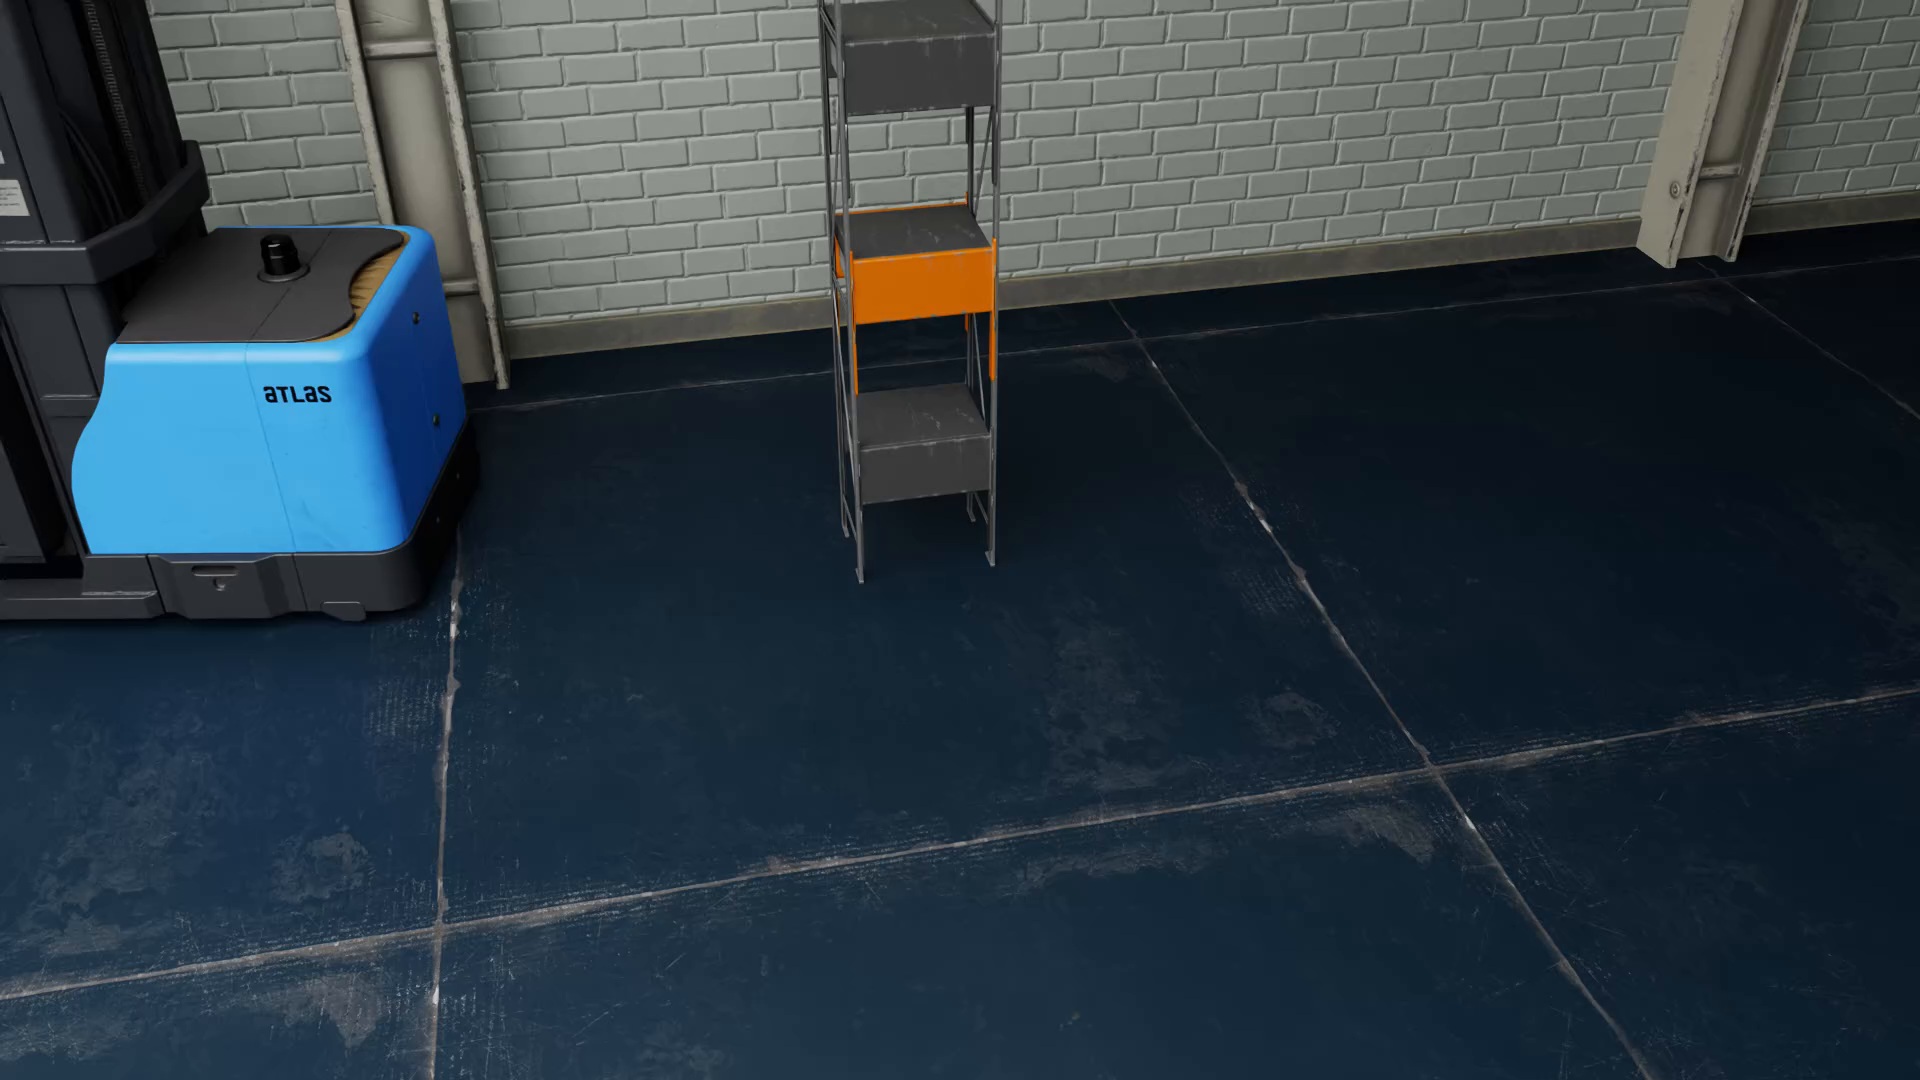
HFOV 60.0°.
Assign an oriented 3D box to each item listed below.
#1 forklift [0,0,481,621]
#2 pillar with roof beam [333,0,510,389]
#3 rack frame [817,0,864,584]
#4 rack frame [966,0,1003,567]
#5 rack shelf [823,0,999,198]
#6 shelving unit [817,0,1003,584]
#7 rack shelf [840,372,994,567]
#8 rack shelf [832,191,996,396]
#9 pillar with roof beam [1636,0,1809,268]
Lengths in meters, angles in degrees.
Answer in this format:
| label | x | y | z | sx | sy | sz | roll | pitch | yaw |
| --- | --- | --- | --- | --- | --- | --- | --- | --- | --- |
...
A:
| label | x | y | z | sx | sy | sz | roll | pitch | yaw |
| --- | --- | --- | --- | --- | --- | --- | --- | --- | --- |
| forklift | -3.397 | -1.194 | 5.398 | 3.031 | 2.935 | 1.130 | 0 | 34 | -1 |
| pillar with roof beam | -1.236 | -2.117 | 1.329 | 0.400 | 9.000 | 9.100 | -7 | 35 | -11 |
| rack frame | -0.399 | -0.822 | 5.590 | 0.015 | 2.100 | 0.400 | -7 | 35 | -11 |
| rack frame | 0.077 | -0.882 | 5.679 | 0.015 | 2.100 | 0.400 | -7 | 35 | -11 |
| rack shelf | -0.161 | -1.421 | 5.252 | 0.480 | 0.518 | 0.431 | -7 | 35 | -11 |
| shelving unit | -0.161 | -0.852 | 5.635 | 0.503 | 2.100 | 0.431 | -7 | 35 | -11 |
| rack shelf | -0.161 | -0.259 | 6.032 | 0.480 | 0.518 | 0.431 | -7 | 35 | -11 |
| rack shelf | -0.161 | -0.840 | 5.642 | 0.480 | 0.518 | 0.431 | -7 | 35 | -11 |
| pillar with roof beam | 4.617 | -2.855 | 2.428 | 0.400 | 9.000 | 9.100 | -7 | 35 | -11 |
